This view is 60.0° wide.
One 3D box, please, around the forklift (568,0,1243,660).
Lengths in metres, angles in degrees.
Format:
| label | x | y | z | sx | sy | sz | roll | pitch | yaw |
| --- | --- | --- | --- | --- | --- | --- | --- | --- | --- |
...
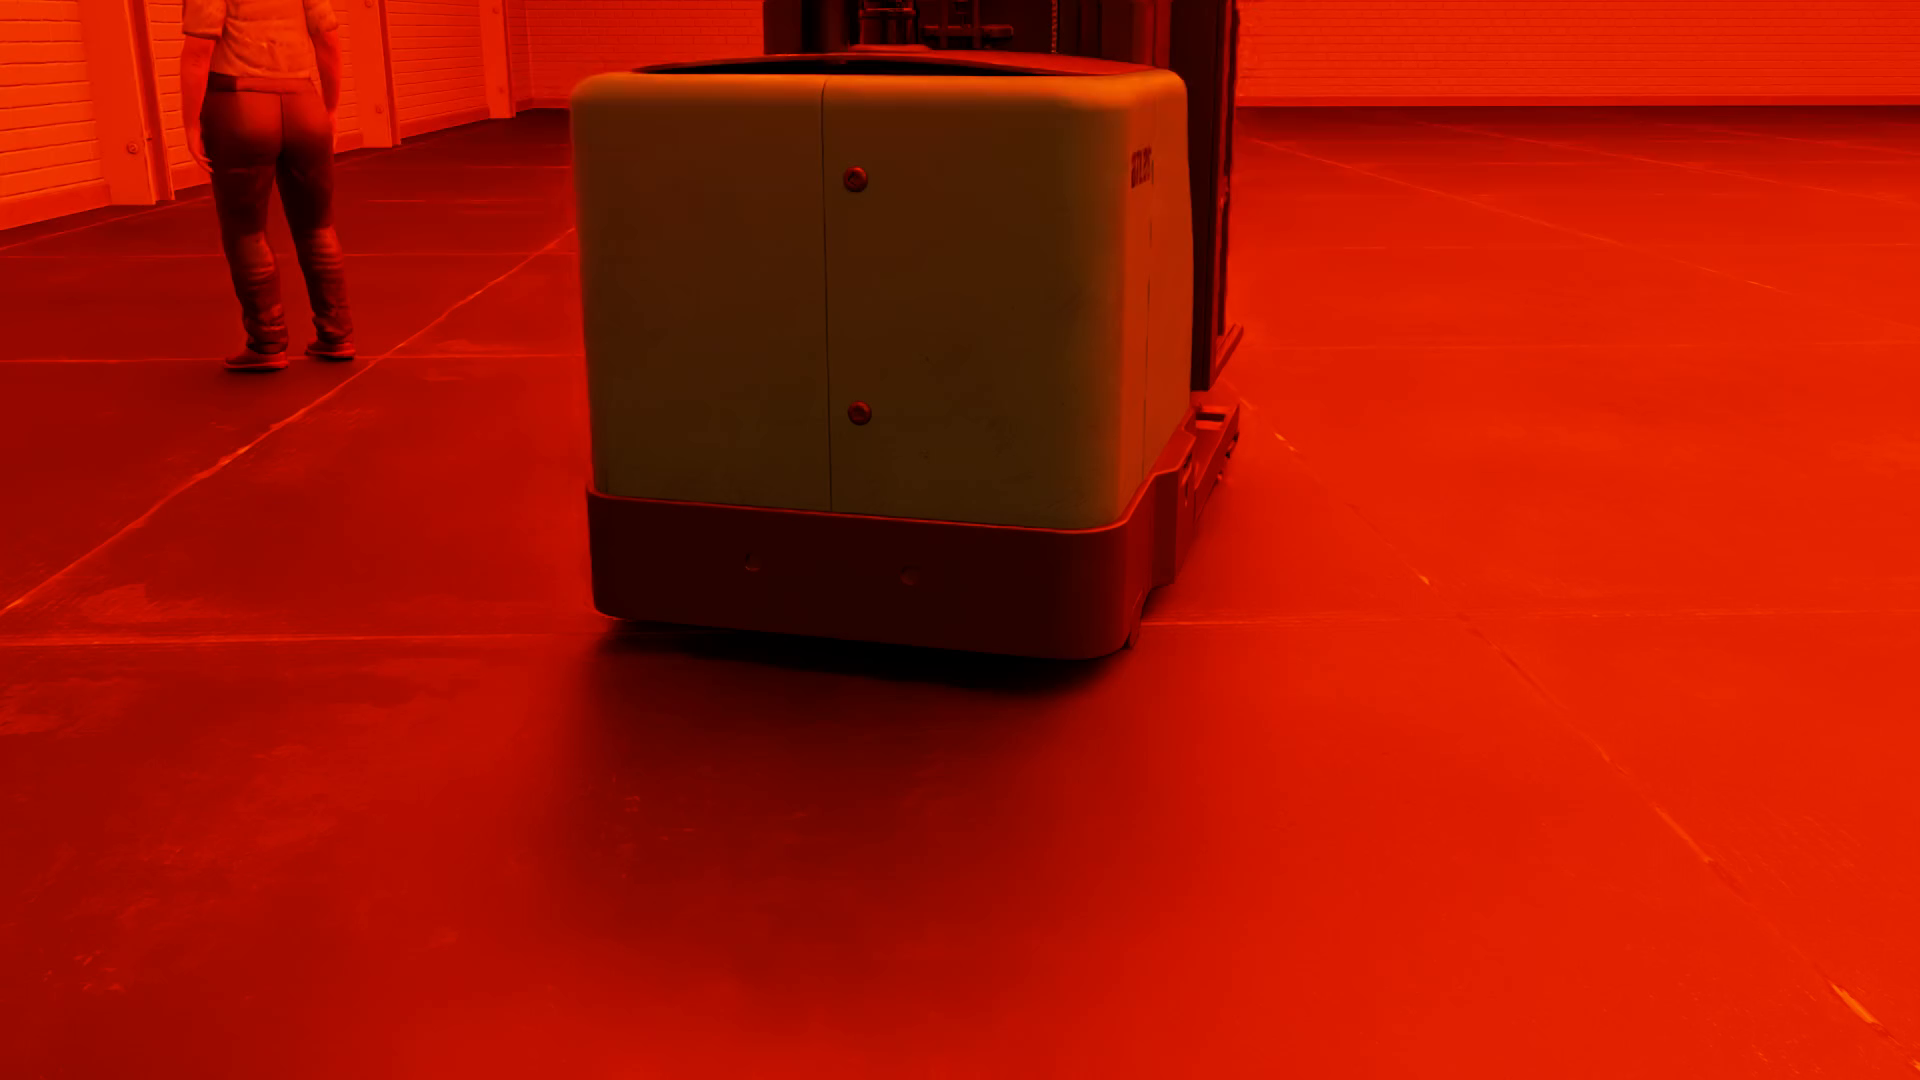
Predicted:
| label | x | y | z | sx | sy | sz | roll | pitch | yaw |
| --- | --- | --- | --- | --- | --- | --- | --- | --- | --- |
| forklift | 0.154 | -1.578 | 4.066 | 1.130 | 2.935 | 3.031 | 4 | 18 | 14 |

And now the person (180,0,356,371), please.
| label | x | y | z | sx | sy | sz | roll | pitch | yaw |
| --- | --- | --- | --- | --- | --- | --- | --- | --- | --- |
| person | -2.413 | -1.408 | 5.715 | 0.462 | 1.664 | 0.563 | 15 | 23 | 41 |
